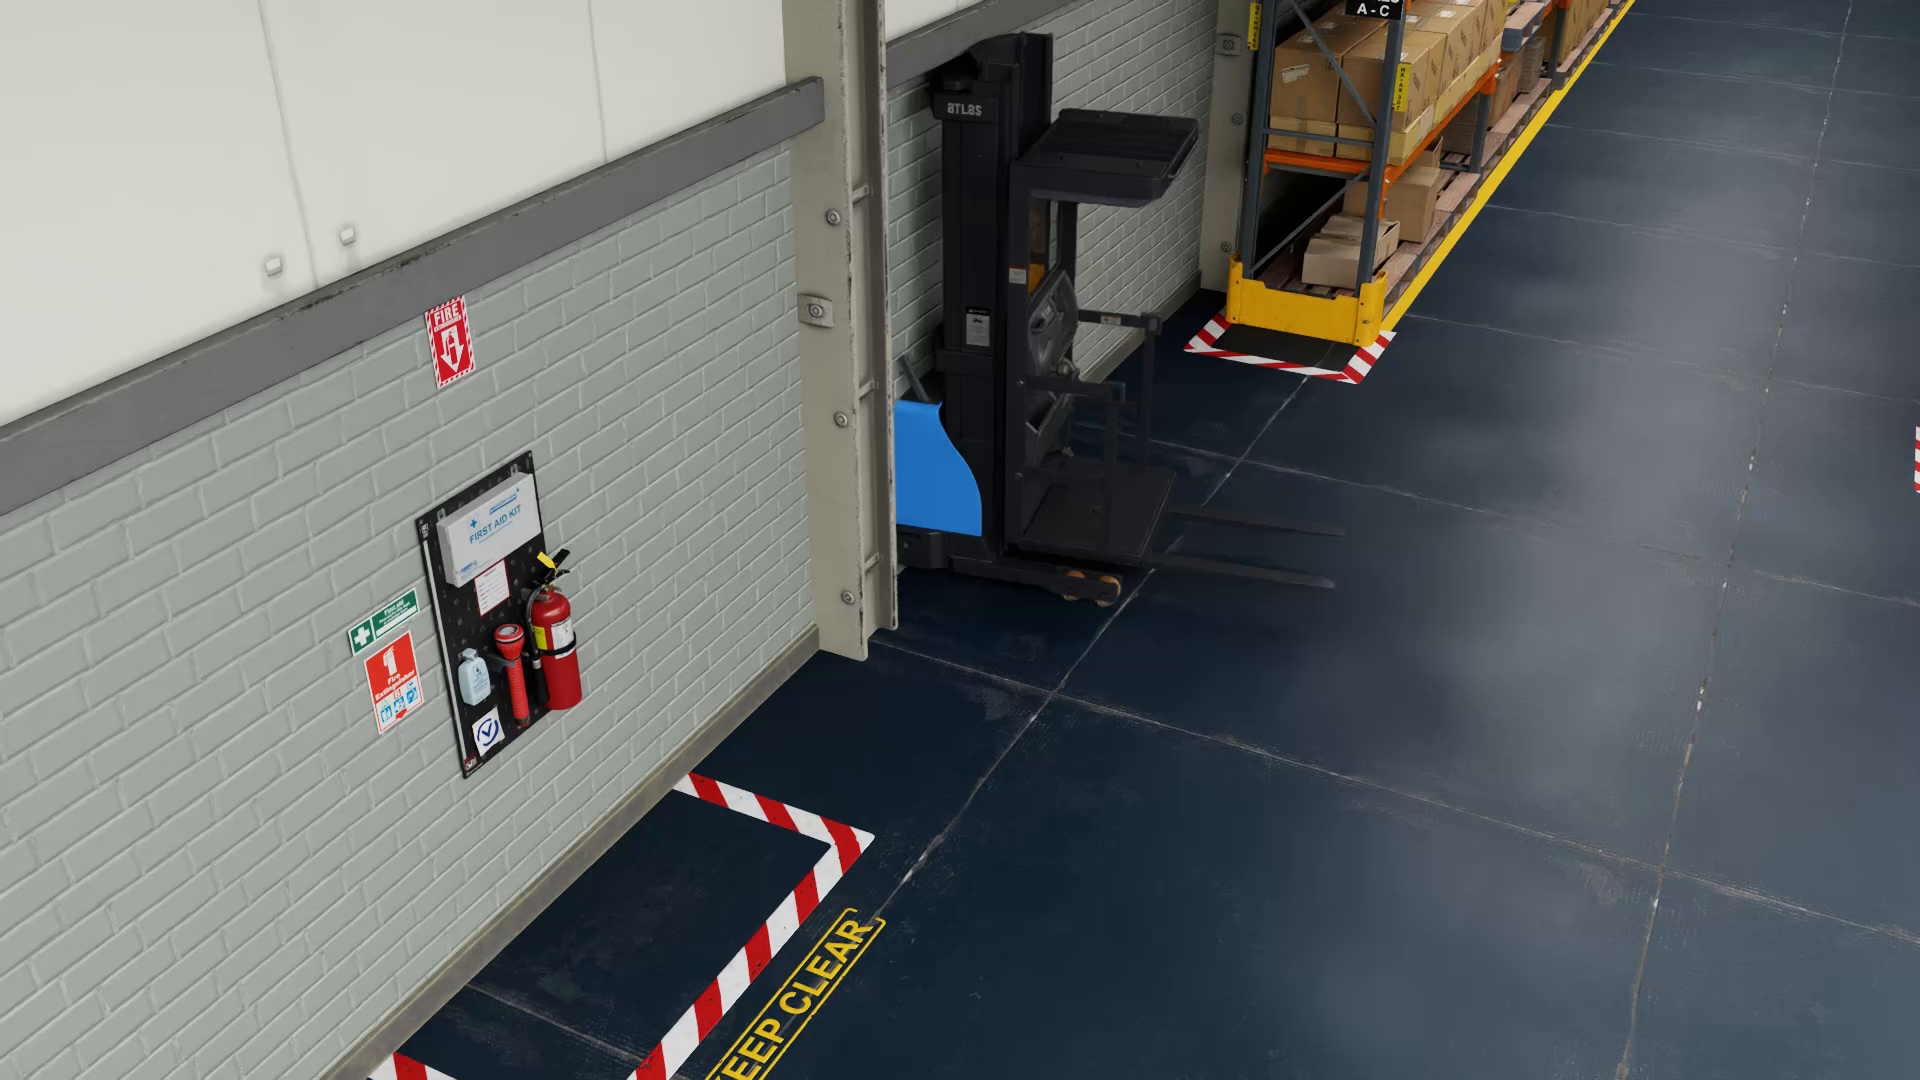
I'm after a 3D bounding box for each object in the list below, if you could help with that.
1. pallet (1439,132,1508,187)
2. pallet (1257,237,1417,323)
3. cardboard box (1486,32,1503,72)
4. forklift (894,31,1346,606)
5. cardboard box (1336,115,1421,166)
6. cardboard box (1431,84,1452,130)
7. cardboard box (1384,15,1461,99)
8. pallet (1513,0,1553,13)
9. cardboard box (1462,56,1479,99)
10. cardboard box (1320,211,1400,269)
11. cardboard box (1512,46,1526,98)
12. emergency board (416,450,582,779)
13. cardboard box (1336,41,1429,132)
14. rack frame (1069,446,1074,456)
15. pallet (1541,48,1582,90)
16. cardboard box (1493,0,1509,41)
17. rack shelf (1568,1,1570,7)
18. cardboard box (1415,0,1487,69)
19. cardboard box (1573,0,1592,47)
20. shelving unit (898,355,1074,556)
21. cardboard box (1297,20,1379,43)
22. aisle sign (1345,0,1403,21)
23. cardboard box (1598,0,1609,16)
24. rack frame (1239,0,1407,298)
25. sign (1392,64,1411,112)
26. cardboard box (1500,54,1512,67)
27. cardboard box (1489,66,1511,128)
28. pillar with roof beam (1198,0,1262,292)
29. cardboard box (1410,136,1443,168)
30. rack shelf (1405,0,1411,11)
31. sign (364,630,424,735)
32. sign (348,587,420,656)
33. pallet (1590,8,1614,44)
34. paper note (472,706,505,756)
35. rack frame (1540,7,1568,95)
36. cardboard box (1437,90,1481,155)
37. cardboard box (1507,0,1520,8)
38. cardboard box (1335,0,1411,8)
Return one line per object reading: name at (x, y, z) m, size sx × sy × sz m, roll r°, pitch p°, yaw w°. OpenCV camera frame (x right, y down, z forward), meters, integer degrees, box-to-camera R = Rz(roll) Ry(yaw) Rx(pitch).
pallet at (4.794, -3.836, 16.508) m, size 1.003 × 0.211 × 1.213 m, roll 14°, pitch 33°, yaw 23°
pallet at (3.055, -2.103, 13.490) m, size 1.003 × 0.211 × 1.213 m, roll 14°, pitch 33°, yaw 23°
cardboard box at (4.495, -4.364, 14.759) m, size 0.500 × 0.250 × 0.500 m, roll 14°, pitch 33°, yaw 23°
forklift at (0.702, -1.197, 9.181) m, size 3.031 × 2.935 × 1.130 m, roll 9°, pitch 31°, yaw 15°
cardboard box at (3.123, -3.014, 12.408) m, size 0.500 × 0.250 × 0.500 m, roll 13°, pitch 32°, yaw 22°
cardboard box at (3.585, -3.472, 13.205) m, size 0.500 × 0.250 × 0.500 m, roll 14°, pitch 33°, yaw 23°
cardboard box at (3.578, -3.783, 12.994) m, size 0.500 × 0.500 × 0.500 m, roll 13°, pitch 32°, yaw 22°
pallet at (5.397, -5.503, 16.803) m, size 1.003 × 0.211 × 1.213 m, roll 14°, pitch 33°, yaw 23°
cardboard box at (4.045, -3.919, 13.983) m, size 0.500 × 0.250 × 0.500 m, roll 14°, pitch 33°, yaw 23°
cardboard box at (3.273, -2.490, 13.623) m, size 0.500 × 0.311 × 0.500 m, roll 17°, pitch 34°, yaw 27°
cardboard box at (5.643, -5.047, 17.885) m, size 0.700 × 0.500 × 0.500 m, roll 14°, pitch 33°, yaw 23°
emergency board at (-1.726, 0.314, 6.482) m, size 0.194 × 1.169 × 0.643 m, roll 14°, pitch 33°, yaw 23°
cardboard box at (3.103, -3.339, 12.220) m, size 0.500 × 0.500 × 0.500 m, roll 14°, pitch 33°, yaw 23°
rack frame at (0.234, -1.061, 10.244) m, size 0.500 × 1.500 × 0.032 m, roll -2°, pitch 38°, yaw 36°
pallet at (6.689, -5.596, 19.573) m, size 1.003 × 0.211 × 1.213 m, roll 14°, pitch 33°, yaw 23°
cardboard box at (4.501, -4.689, 14.571) m, size 0.500 × 0.500 × 0.500 m, roll 14°, pitch 33°, yaw 23°
rack shelf at (7.174, -7.047, 20.023) m, size 1.077 × 0.370 × 4.000 m, roll 14°, pitch 33°, yaw 23°
cardboard box at (4.039, -4.245, 13.798) m, size 0.500 × 0.500 × 0.500 m, roll 13°, pitch 32°, yaw 22°
cardboard box at (7.119, -6.406, 19.920) m, size 0.750 × 0.750 × 0.750 m, roll 14°, pitch 33°, yaw 23°
shelving unit at (0.012, -0.739, 9.919) m, size 0.538 × 1.500 × 1.048 m, roll -2°, pitch 38°, yaw 36°
cardboard box at (2.882, -3.673, 12.802) m, size 0.500 × 0.500 × 0.500 m, roll 15°, pitch 33°, yaw 24°
aisle sign at (2.853, -3.954, 11.303) m, size 0.394 × 0.787 × 0.004 m, roll 14°, pitch 33°, yaw 23°
cardboard box at (7.905, -7.178, 21.265) m, size 0.750 × 0.750 × 0.750 m, roll 15°, pitch 33°, yaw 24°
rack frame at (2.618, -2.926, 12.124) m, size 1.000 × 3.000 × 0.127 m, roll 14°, pitch 33°, yaw 23°
sign at (3.102, -3.179, 11.694) m, size 0.100 × 0.325 × 0.005 m, roll 14°, pitch 33°, yaw 23°
cardboard box at (5.436, -5.106, 17.235) m, size 0.500 × 0.250 × 0.500 m, roll 14°, pitch 33°, yaw 23°
cardboard box at (5.220, -4.594, 17.096) m, size 0.700 × 0.500 × 0.500 m, roll 15°, pitch 33°, yaw 24°
pillar with roof beam at (6.000, -5.058, 9.812) m, size 9.100 × 9.000 × 0.400 m, roll 14°, pitch 33°, yaw 23°
cardboard box at (4.003, -3.337, 14.908) m, size 0.500 × 0.500 × 0.500 m, roll 12°, pitch 32°, yaw 20°
rack shelf at (3.530, -4.802, 13.100) m, size 1.077 × 0.370 × 4.000 m, roll 14°, pitch 33°, yaw 23°
sign at (-2.069, 0.520, 6.087) m, size 0.001 × 0.329 × 0.234 m, roll 14°, pitch 33°, yaw 23°
sign at (-2.059, 0.290, 5.955) m, size 0.001 × 0.109 × 0.331 m, roll 14°, pitch 33°, yaw 23°
pallet at (7.801, -6.678, 21.457) m, size 1.003 × 0.211 × 1.213 m, roll 14°, pitch 33°, yaw 23°
paper note at (-1.868, 0.759, 6.592) m, size 0.016 × 0.148 × 0.142 m, roll 14°, pitch 33°, yaw 23°
rack frame at (6.263, -6.473, 18.300) m, size 1.000 × 3.000 × 0.127 m, roll 14°, pitch 33°, yaw 23°
cardboard box at (4.761, -4.136, 16.300) m, size 0.700 × 0.500 × 0.500 m, roll 15°, pitch 33°, yaw 25°
cardboard box at (4.964, -5.398, 15.886) m, size 0.700 × 0.500 × 0.500 m, roll 18°, pitch 34°, yaw 28°
cardboard box at (3.343, -4.127, 13.592) m, size 0.500 × 0.500 × 0.500 m, roll 15°, pitch 33°, yaw 24°
